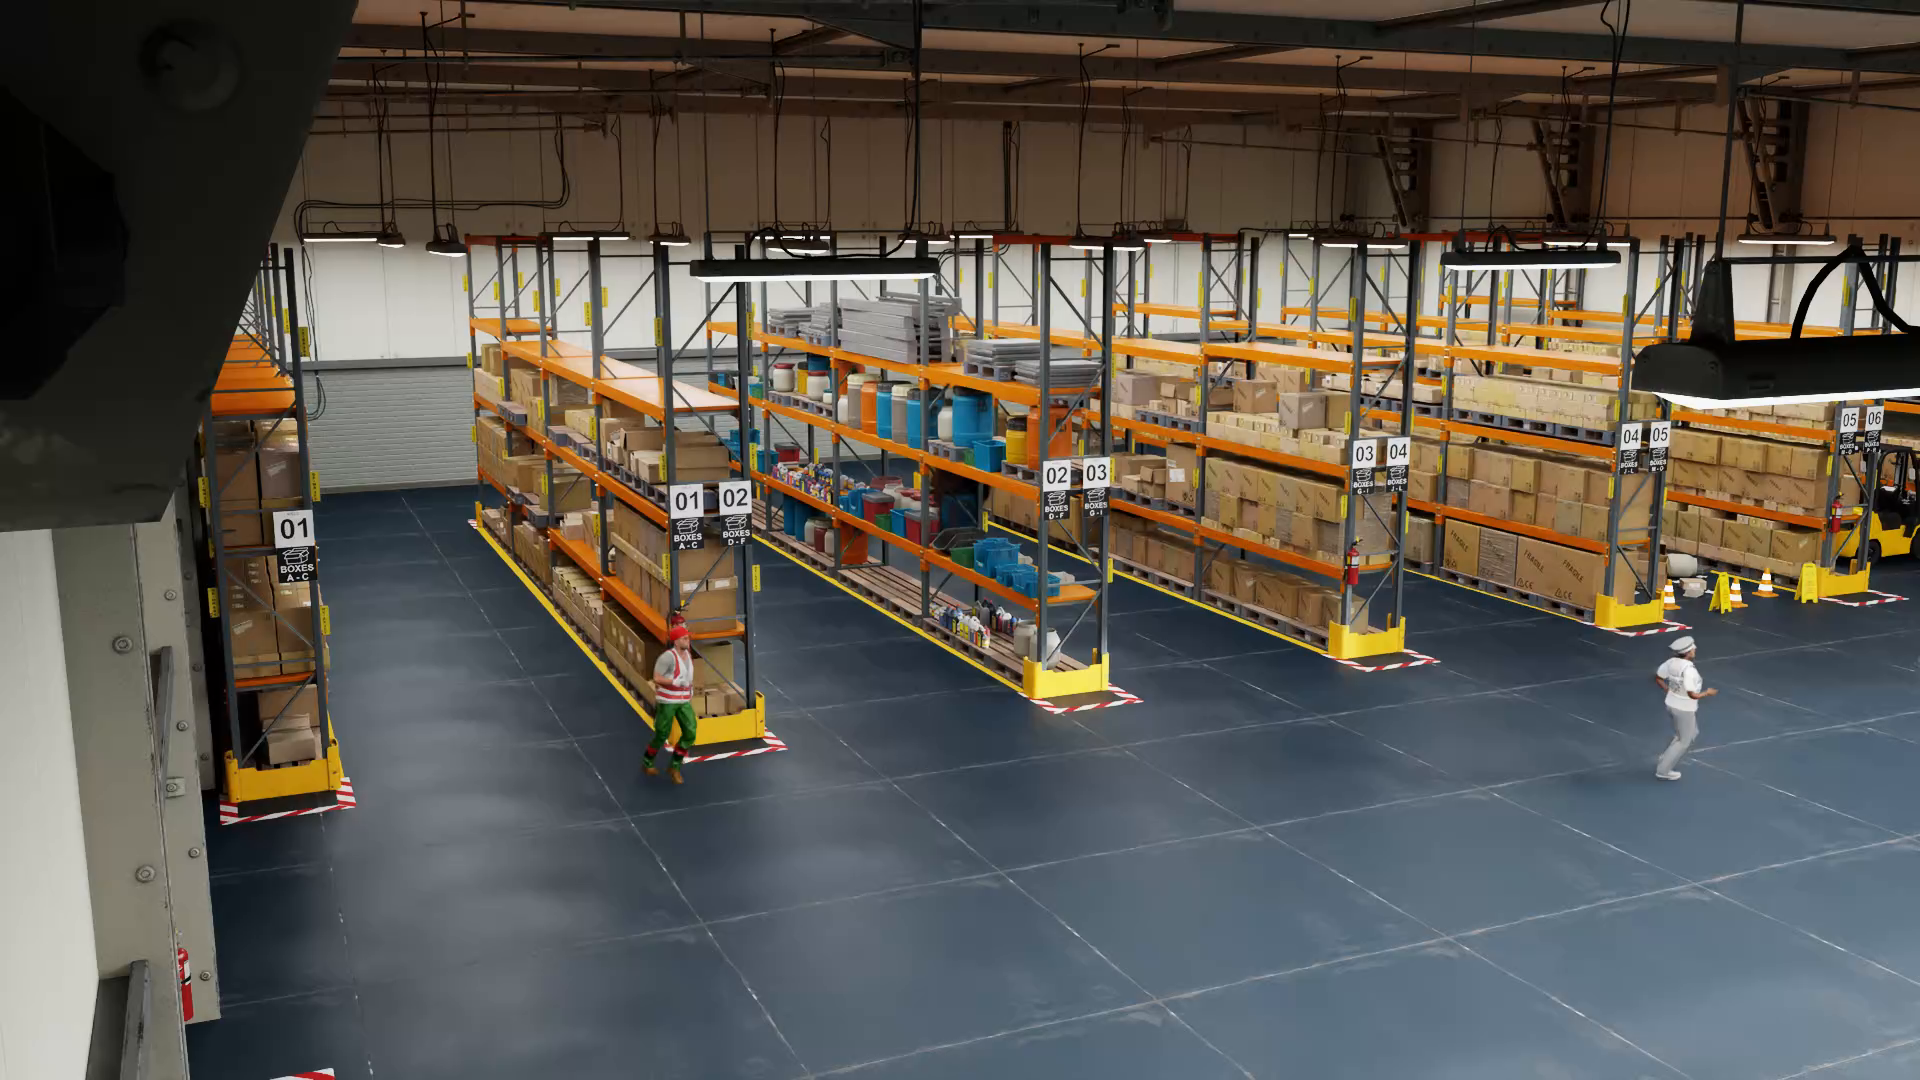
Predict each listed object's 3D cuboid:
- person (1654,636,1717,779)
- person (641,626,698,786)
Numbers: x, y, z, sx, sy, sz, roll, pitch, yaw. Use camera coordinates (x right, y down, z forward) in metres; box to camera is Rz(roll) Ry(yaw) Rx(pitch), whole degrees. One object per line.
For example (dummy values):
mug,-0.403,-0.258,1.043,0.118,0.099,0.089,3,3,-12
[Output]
person,8.247,1.907,18.894,0.599,1.681,0.561,-1,11,-3
person,-3.224,1.860,18.954,0.714,1.789,0.660,9,14,40
